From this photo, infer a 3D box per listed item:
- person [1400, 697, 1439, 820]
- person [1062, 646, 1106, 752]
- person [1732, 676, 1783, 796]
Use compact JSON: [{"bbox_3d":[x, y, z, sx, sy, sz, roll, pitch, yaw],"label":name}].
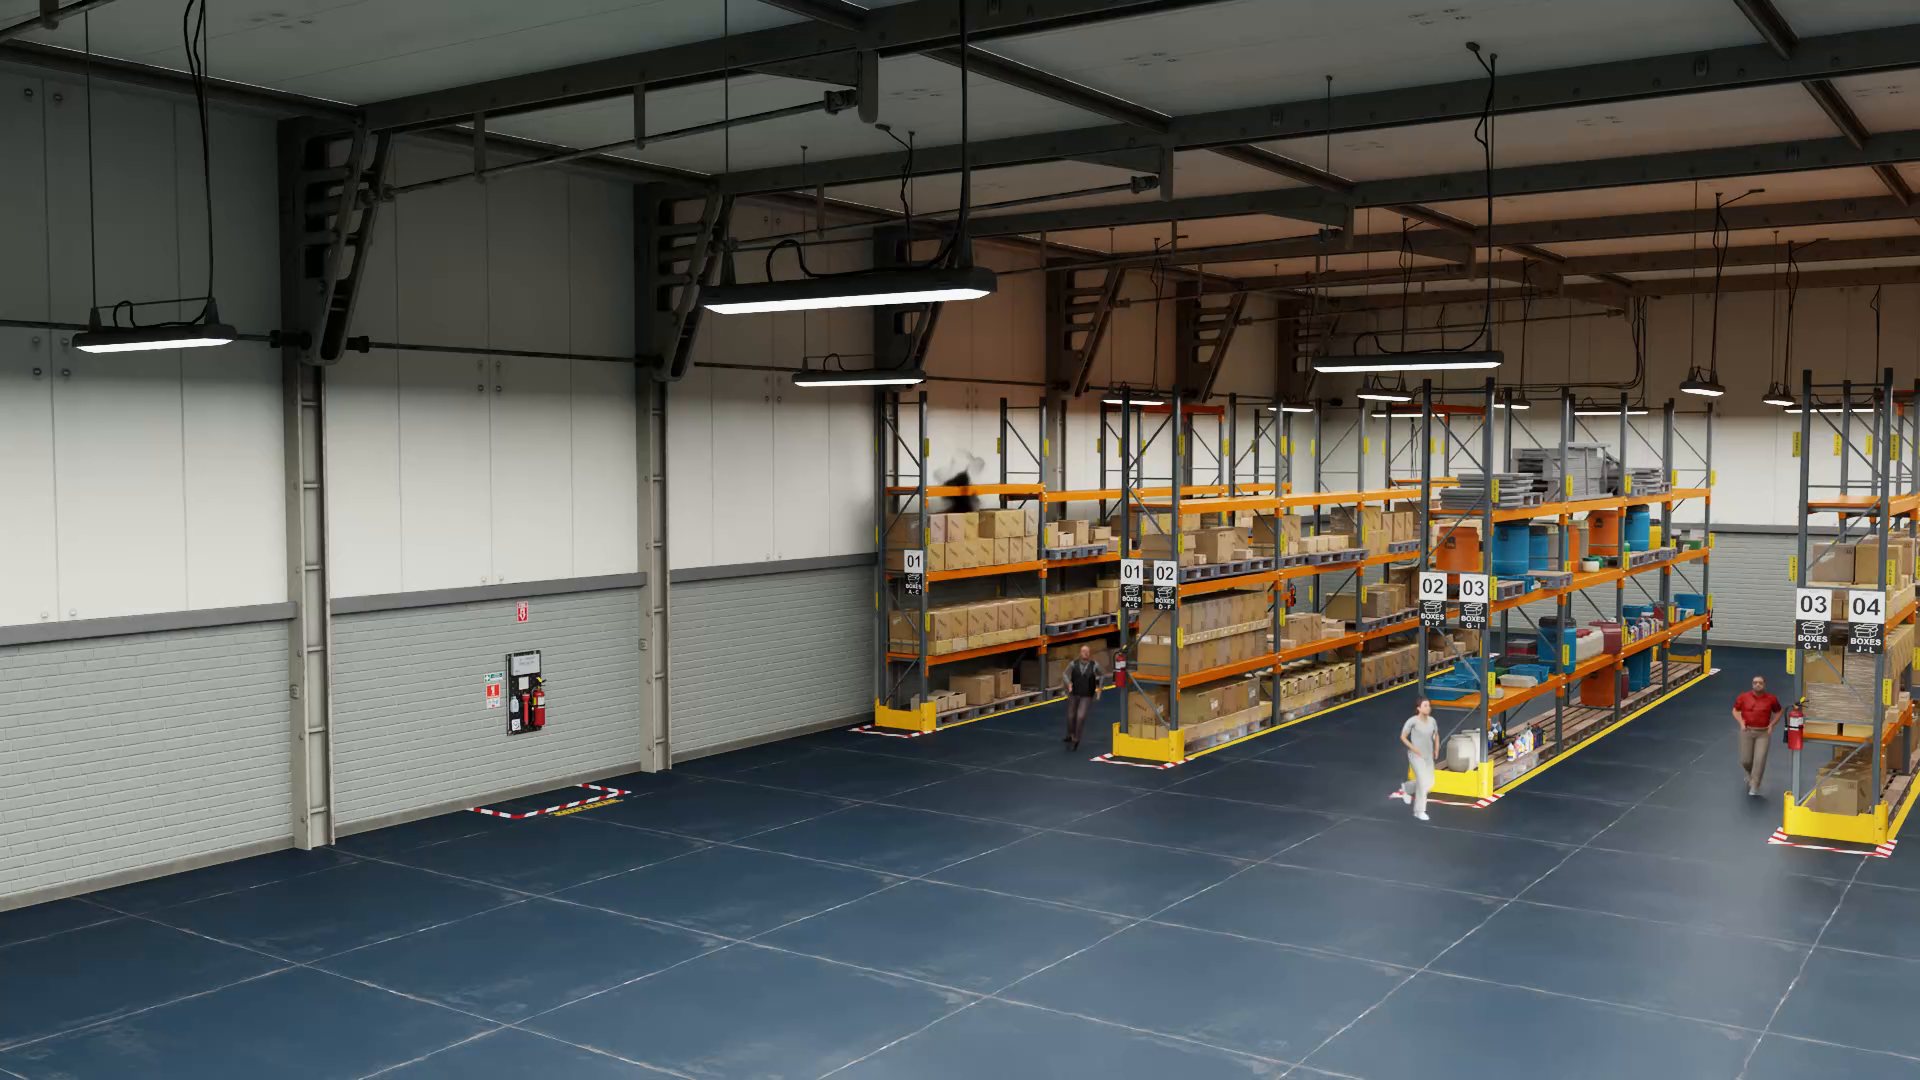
[{"bbox_3d":[6.245,2.946,22.666,0.604,1.638,0.644,-1,3,-21],"label":"person"},{"bbox_3d":[2.030,2.626,27.678,0.727,1.747,0.757,1,3,16],"label":"person"},{"bbox_3d":[11.551,2.811,24.104,0.660,1.699,0.772,2,4,27],"label":"person"}]
